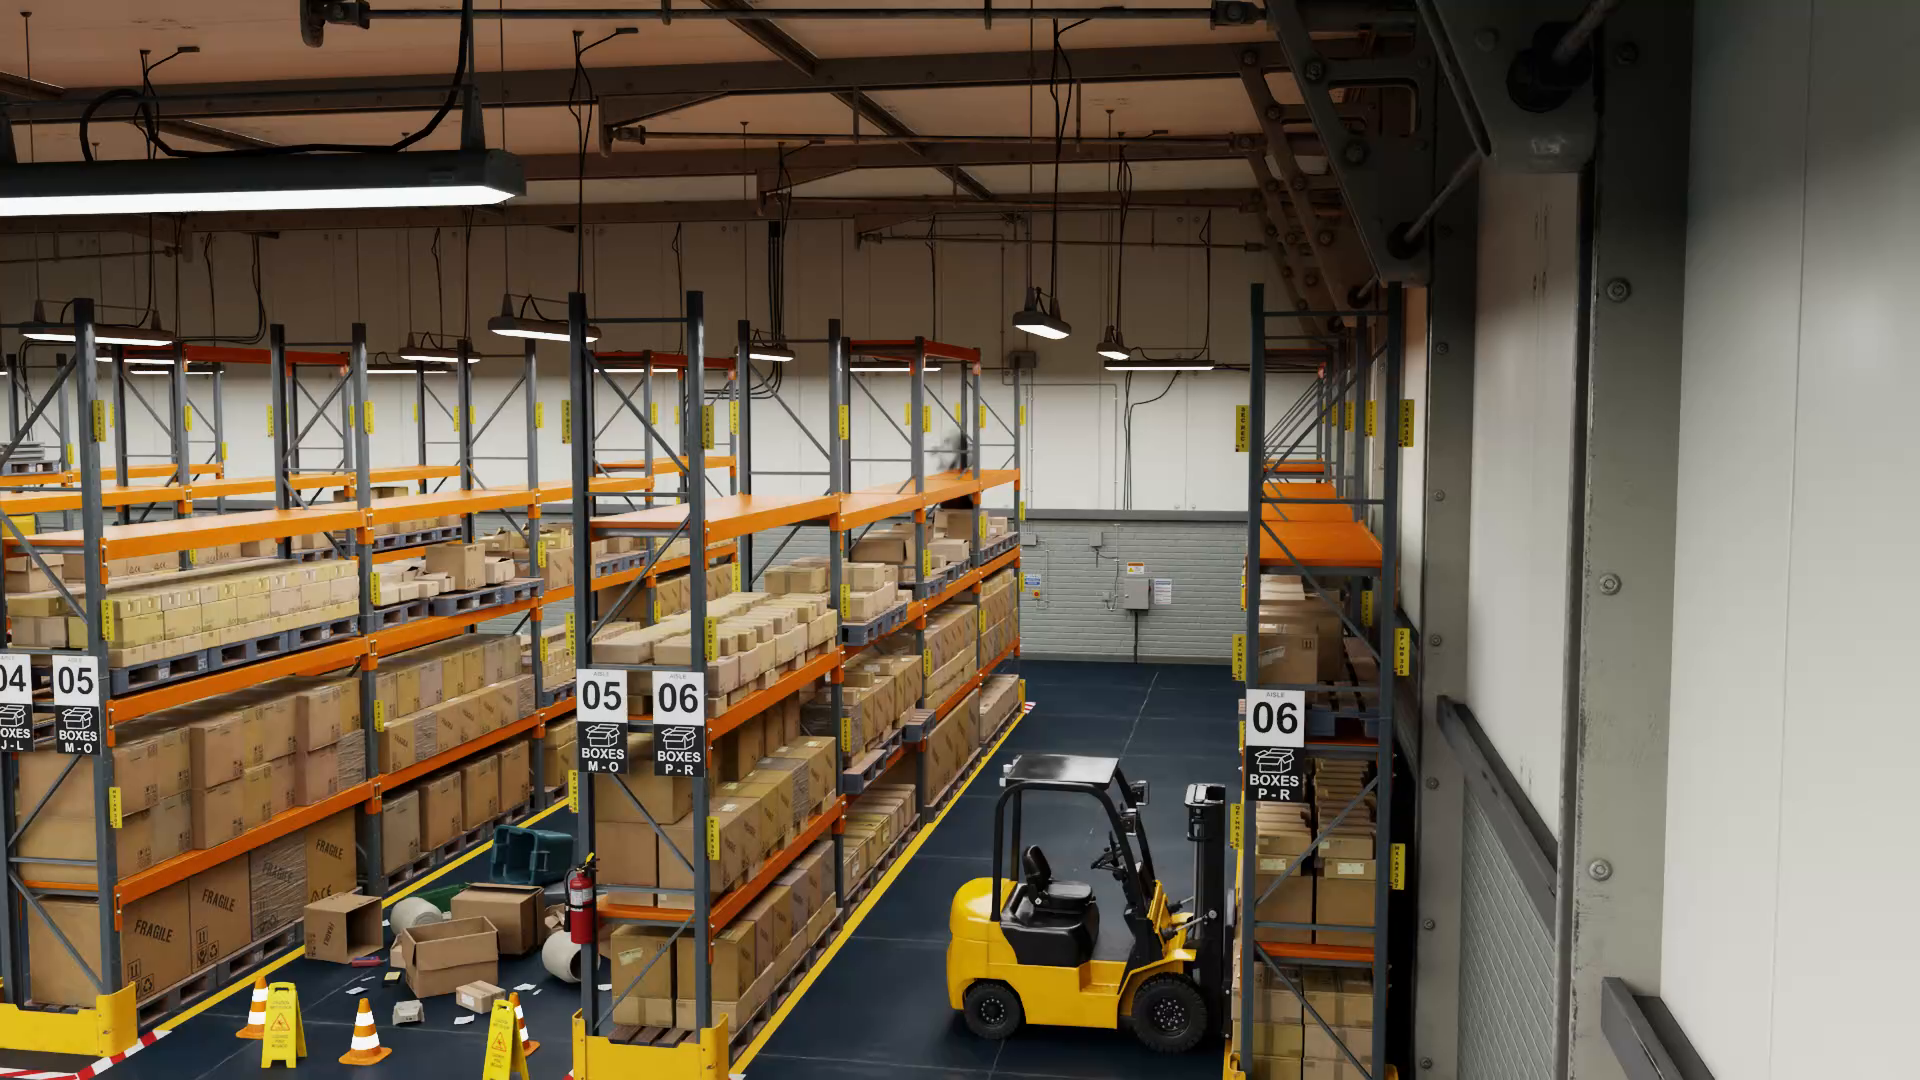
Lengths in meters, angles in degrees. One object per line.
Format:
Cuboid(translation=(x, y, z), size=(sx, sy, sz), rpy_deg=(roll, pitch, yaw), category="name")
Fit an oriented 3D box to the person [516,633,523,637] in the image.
Cuboid(translation=(-6.680, 2.278, 25.236), size=(0.666, 1.737, 0.528), rpy_deg=(1, 5, 12), category="person")
